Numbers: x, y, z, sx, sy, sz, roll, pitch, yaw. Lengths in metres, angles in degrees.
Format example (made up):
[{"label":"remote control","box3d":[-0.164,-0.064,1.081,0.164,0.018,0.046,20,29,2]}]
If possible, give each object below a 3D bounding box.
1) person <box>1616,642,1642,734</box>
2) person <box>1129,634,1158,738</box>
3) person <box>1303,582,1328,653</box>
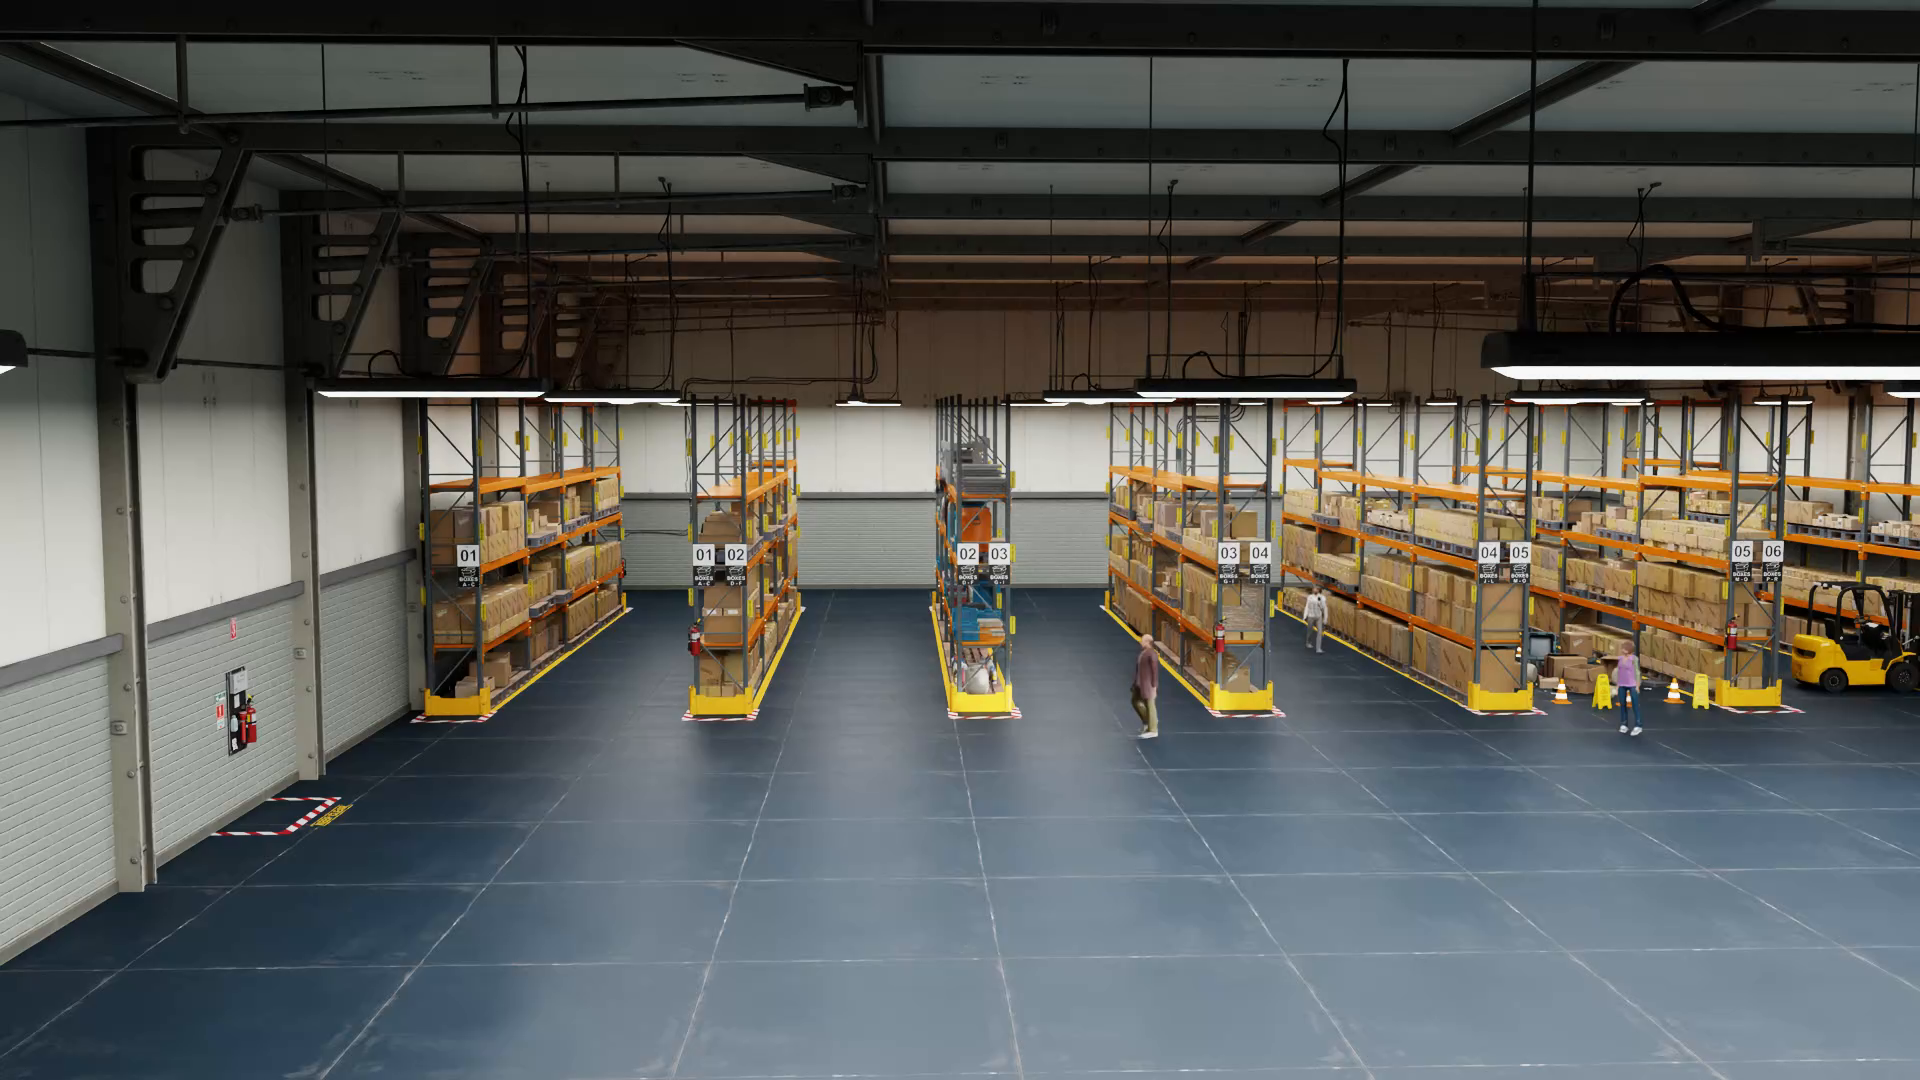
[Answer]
[{"label":"person","box3d":[11.833,2.607,29.443,0.490,1.606,0.361,4,6,45]},{"label":"person","box3d":[3.257,2.534,29.070,0.507,1.794,0.627,-2,5,-21]},{"label":"person","box3d":[8.375,1.805,39.220,0.578,1.626,0.962,0,5,3]}]
